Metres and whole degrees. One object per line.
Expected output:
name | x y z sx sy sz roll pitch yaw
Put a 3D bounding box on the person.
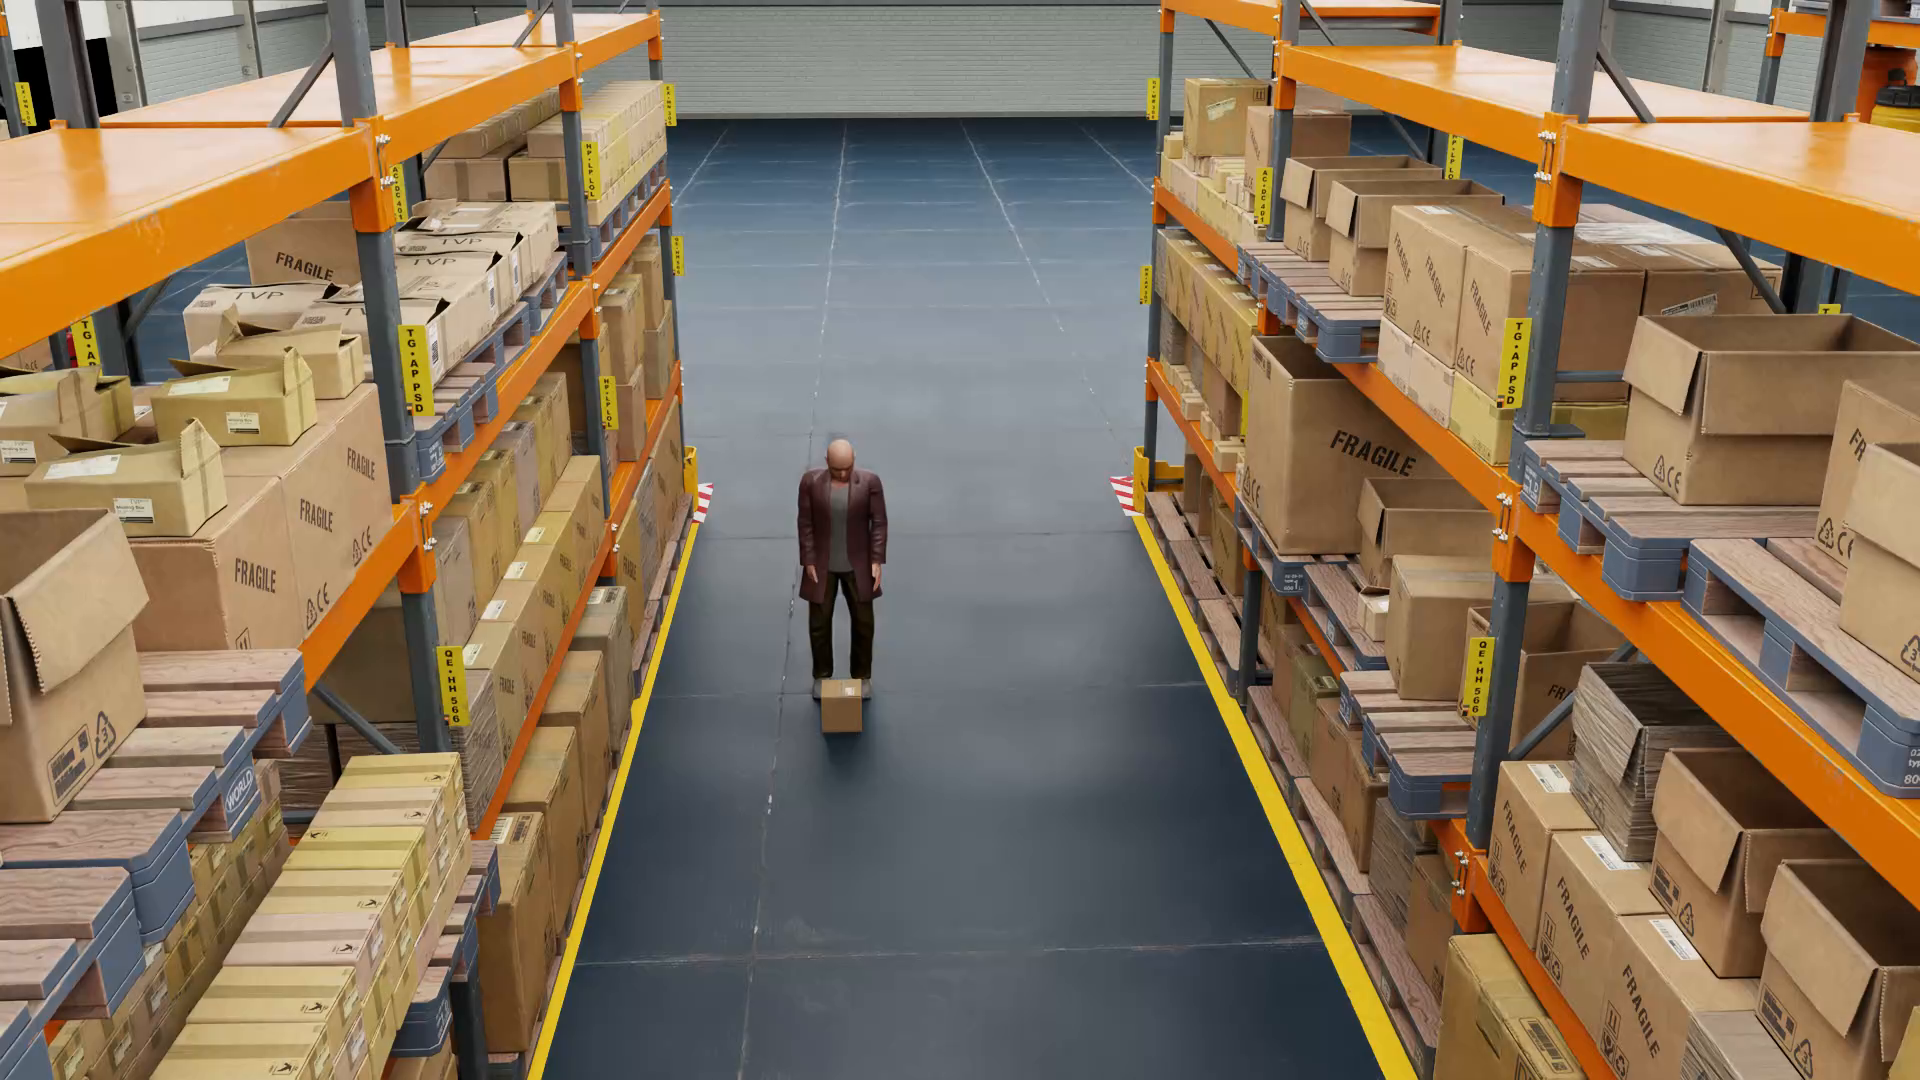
person | -0.751 0.249 10.720 0.583 1.582 0.403 -1 20 -2
